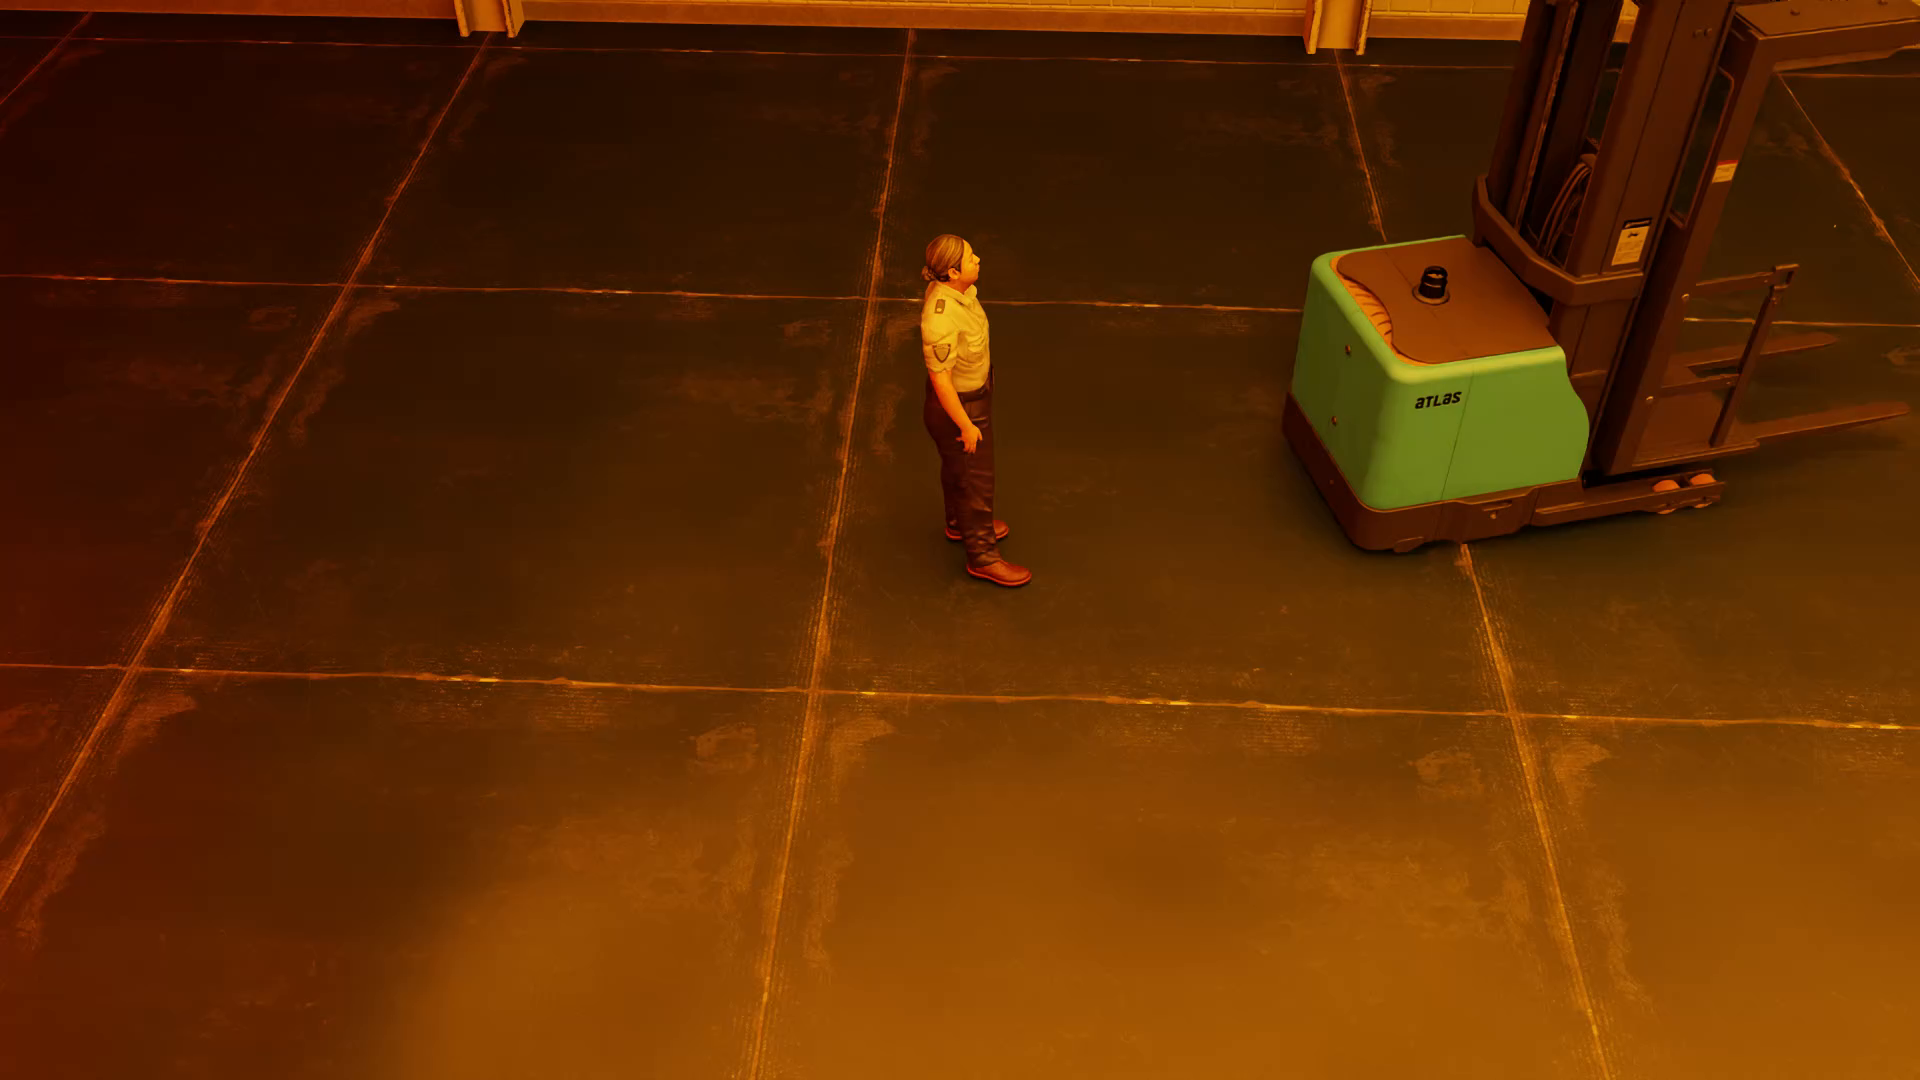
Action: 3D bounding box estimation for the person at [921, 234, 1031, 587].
[{"bbox_3d":[0.088,-0.596,7.336,0.503,1.650,0.599,2,42,2],"label":"person"}]

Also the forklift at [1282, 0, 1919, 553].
[{"bbox_3d":[3.206,-1.548,7.438,3.031,2.935,1.130,-9,43,-10],"label":"forklift"}]
